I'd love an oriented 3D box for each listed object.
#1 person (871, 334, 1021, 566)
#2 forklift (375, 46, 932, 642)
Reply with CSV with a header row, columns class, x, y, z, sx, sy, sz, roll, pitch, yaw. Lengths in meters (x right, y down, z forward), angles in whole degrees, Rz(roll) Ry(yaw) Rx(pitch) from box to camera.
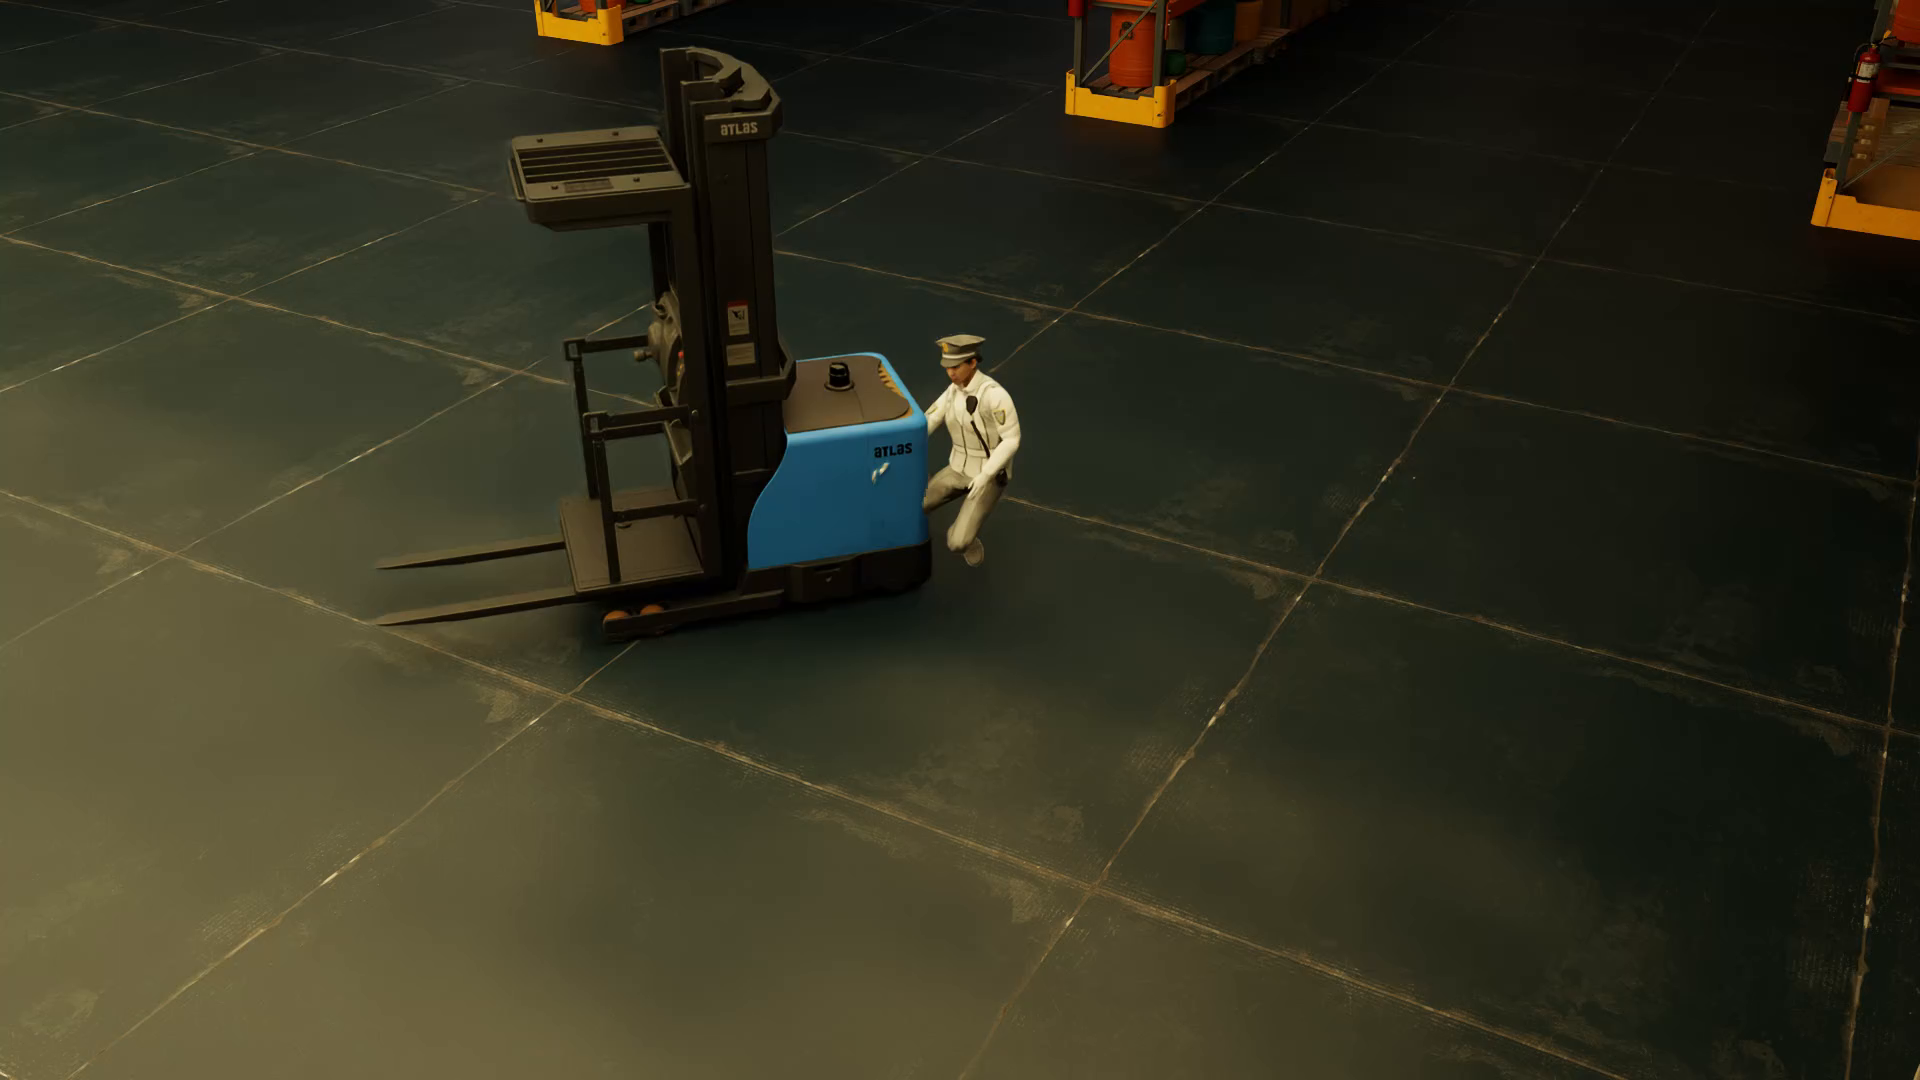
class,x,y,z,sx,sy,sz,roll,pitch,yaw
person,-0.092,-0.358,9.103,0.664,1.506,0.750,-26,39,-37
forklift,-1.738,-1.012,8.824,3.031,2.935,1.130,-9,31,-15
